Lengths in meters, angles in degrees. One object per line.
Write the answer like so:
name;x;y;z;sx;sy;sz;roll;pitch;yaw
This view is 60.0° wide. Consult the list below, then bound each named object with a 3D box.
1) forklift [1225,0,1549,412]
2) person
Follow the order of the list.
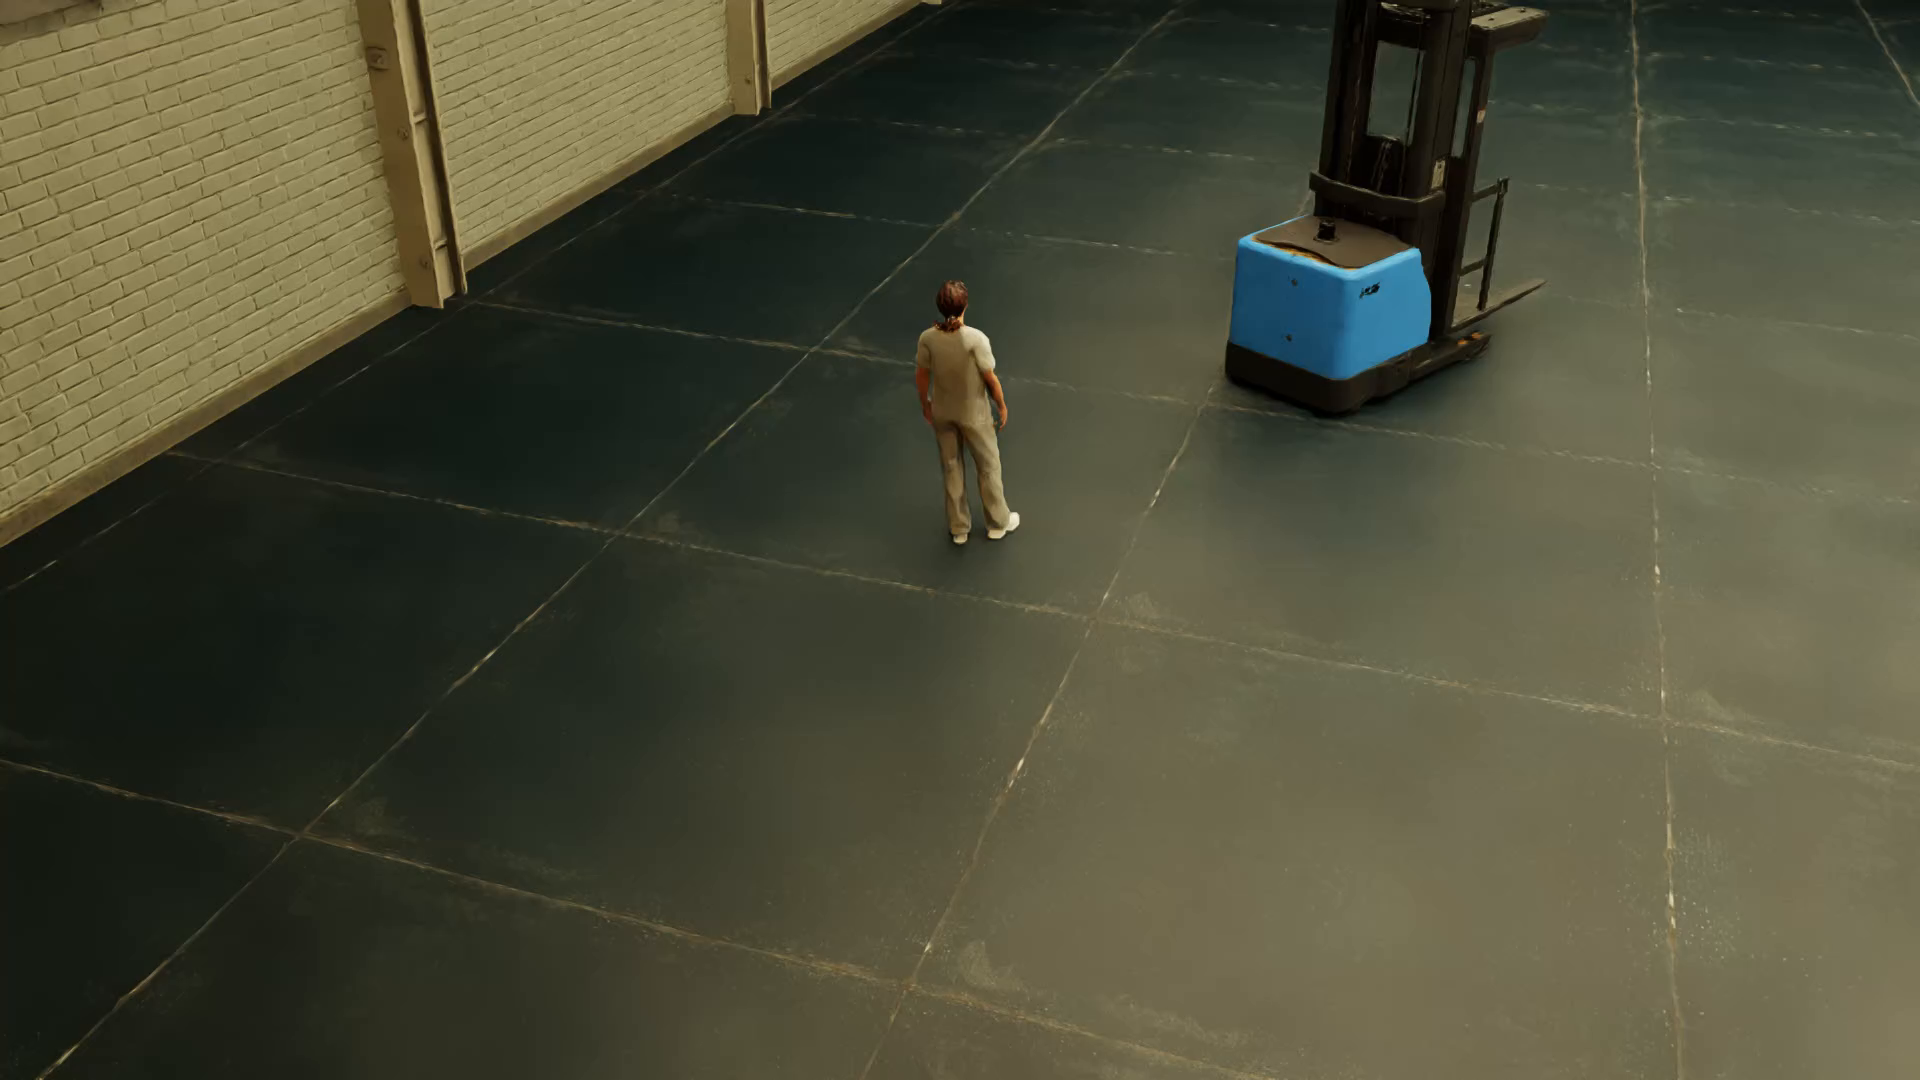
forklift;3.357;-2.774;12.002;3.031;2.935;1.130;-25;38;-36
person;0.040;-0.767;9.746;0.550;1.663;0.526;10;31;16
